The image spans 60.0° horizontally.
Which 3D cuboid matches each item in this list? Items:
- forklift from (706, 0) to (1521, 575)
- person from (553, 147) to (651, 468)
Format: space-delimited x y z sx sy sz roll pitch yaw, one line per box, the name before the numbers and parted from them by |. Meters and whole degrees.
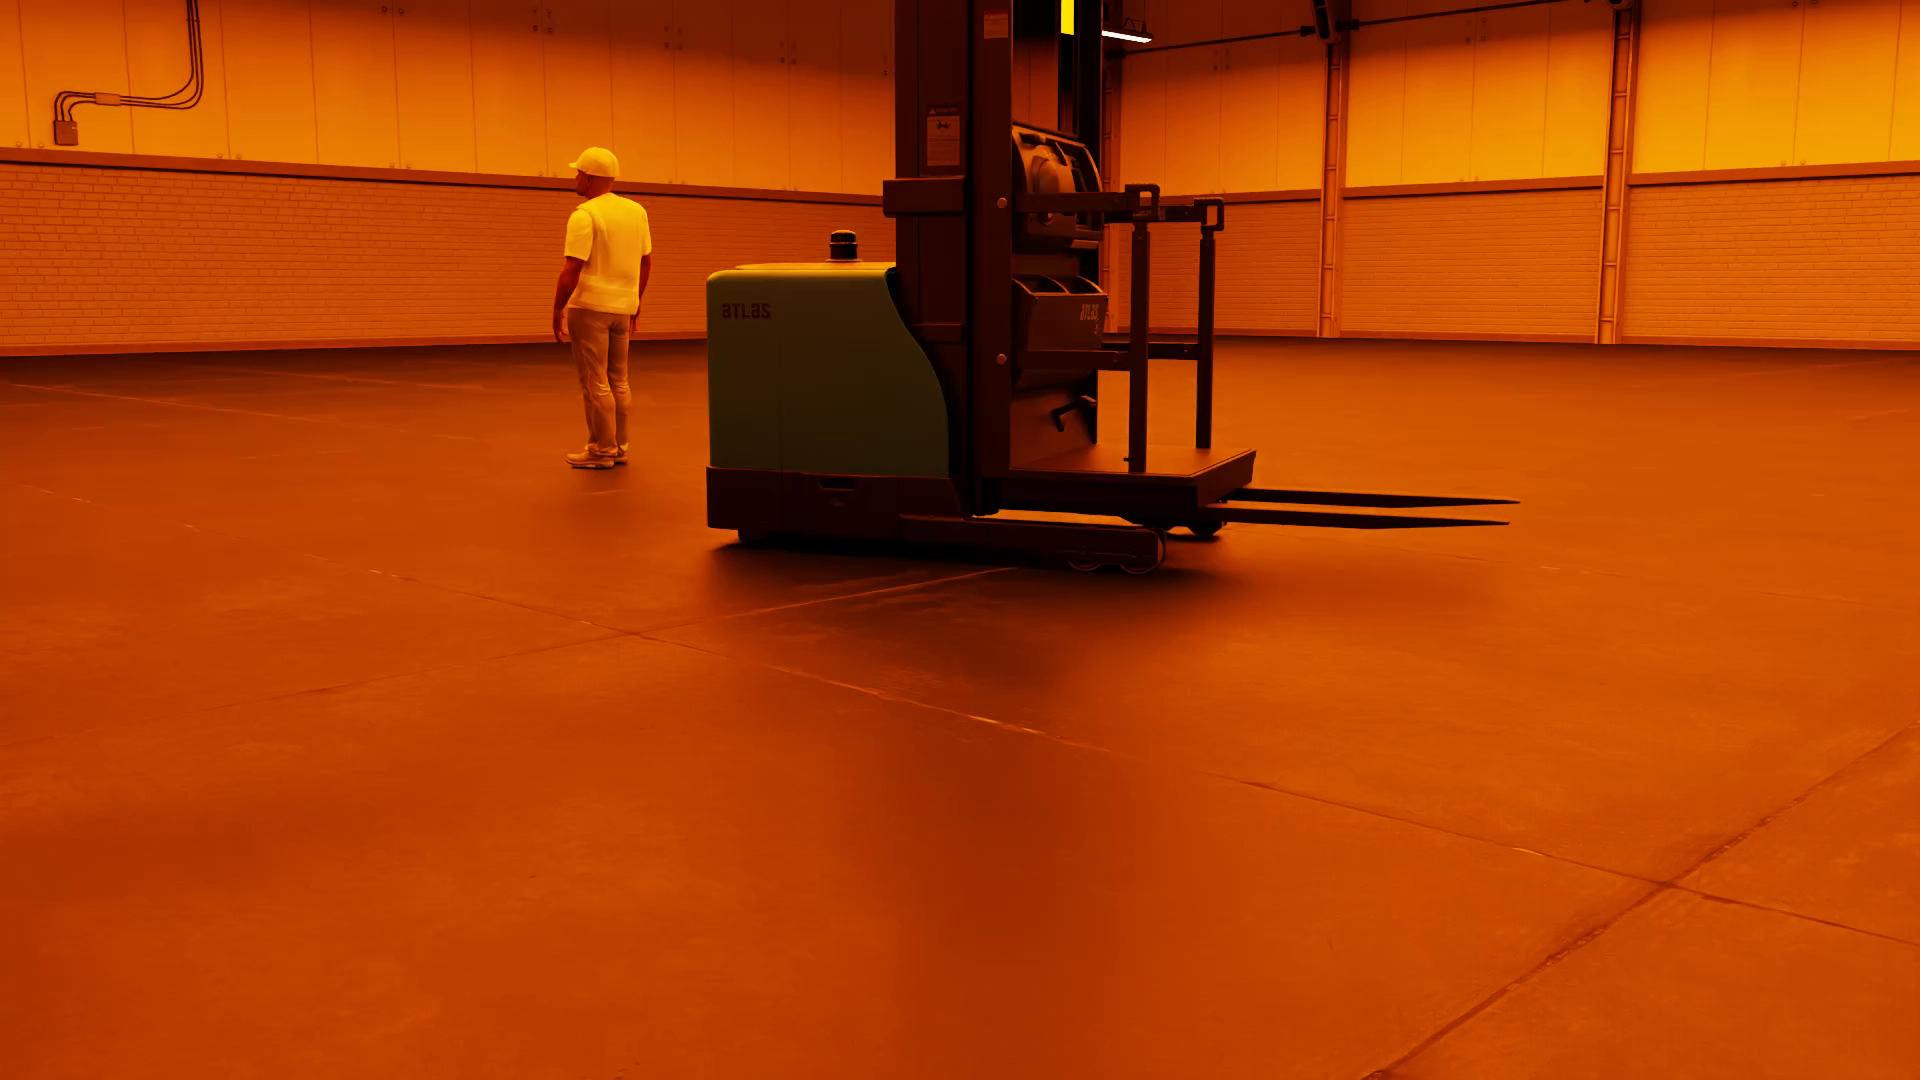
forklift | 0.565 -1.416 6.275 3.031 2.935 1.130 3 9 22
person | -2.069 -1.296 9.341 0.577 1.765 0.666 5 10 32
